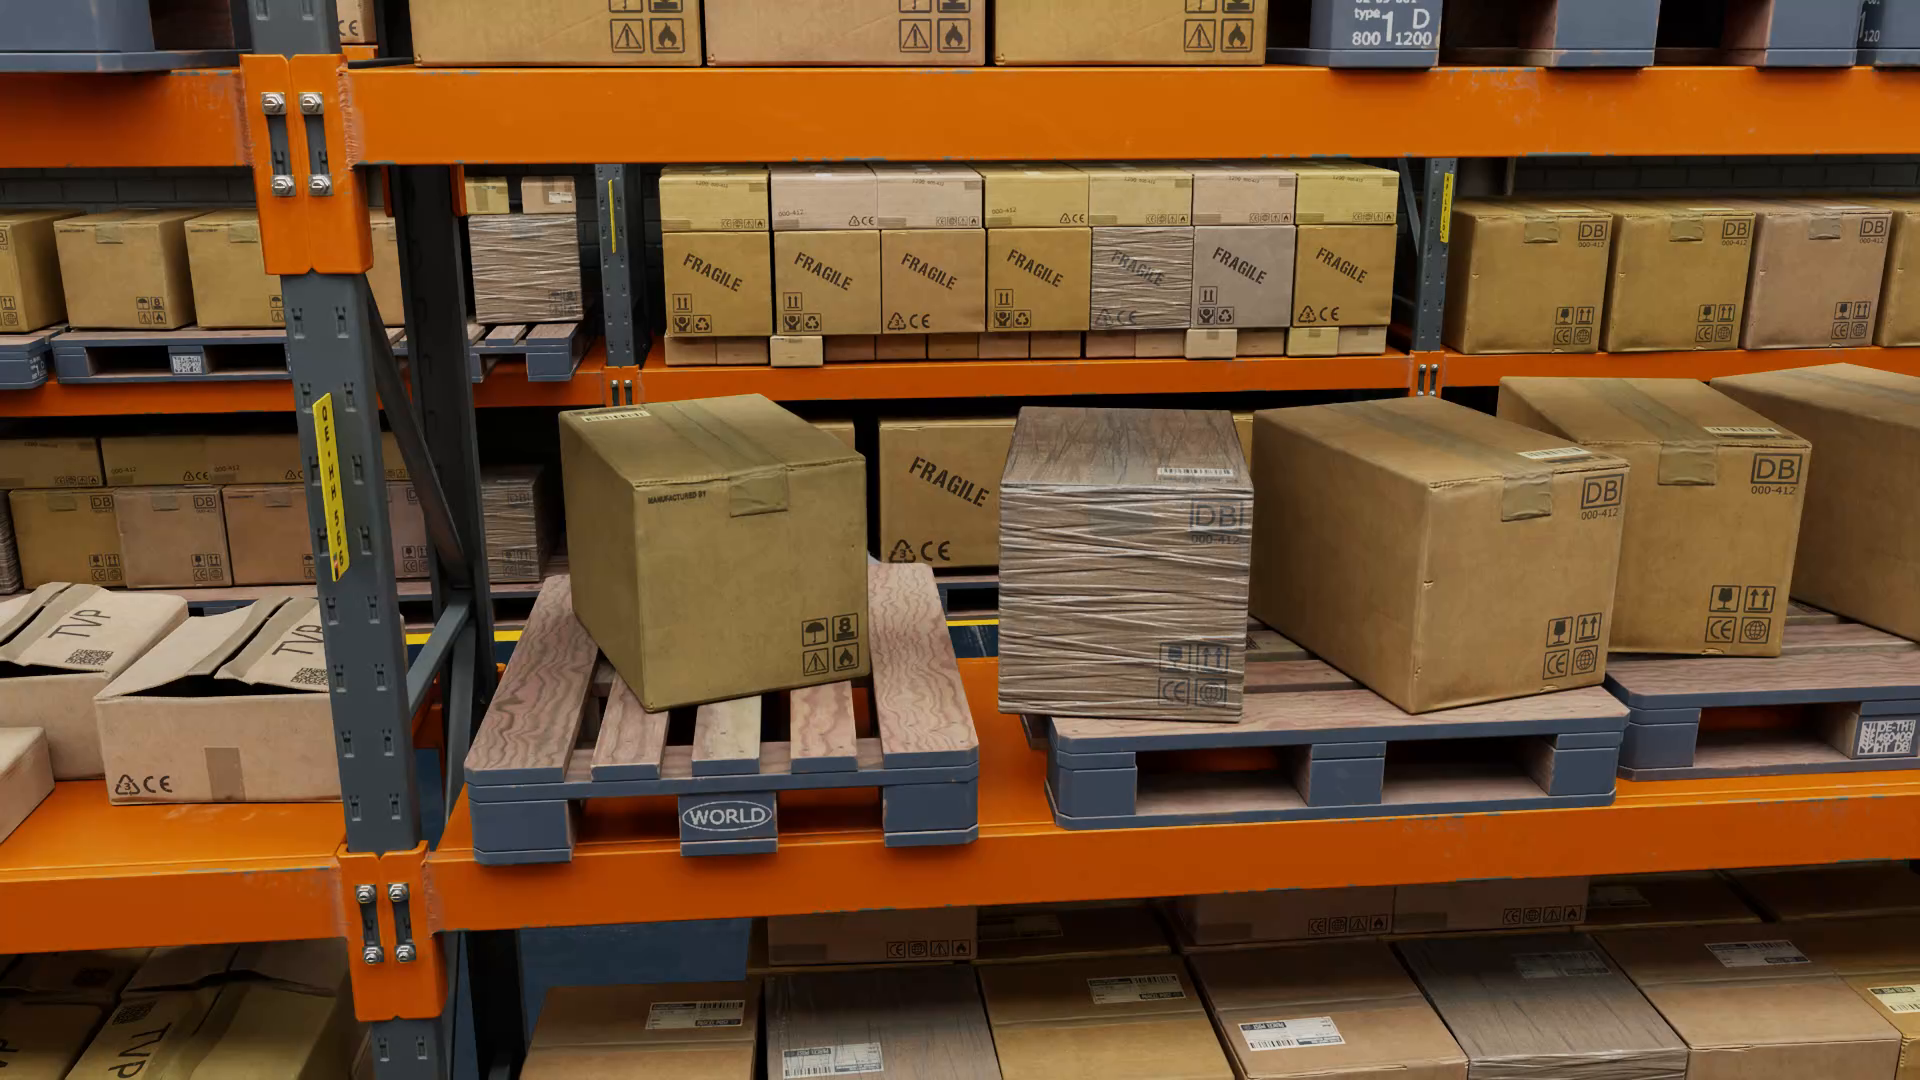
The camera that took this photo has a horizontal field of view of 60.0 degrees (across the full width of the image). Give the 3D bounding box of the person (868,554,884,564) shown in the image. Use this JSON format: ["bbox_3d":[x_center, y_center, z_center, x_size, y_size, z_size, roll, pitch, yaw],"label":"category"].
[{"bbox_3d":[-0.632,0.307,7.350,0.799,0.845,0.442,-2,17,-6],"label":"person"}]
